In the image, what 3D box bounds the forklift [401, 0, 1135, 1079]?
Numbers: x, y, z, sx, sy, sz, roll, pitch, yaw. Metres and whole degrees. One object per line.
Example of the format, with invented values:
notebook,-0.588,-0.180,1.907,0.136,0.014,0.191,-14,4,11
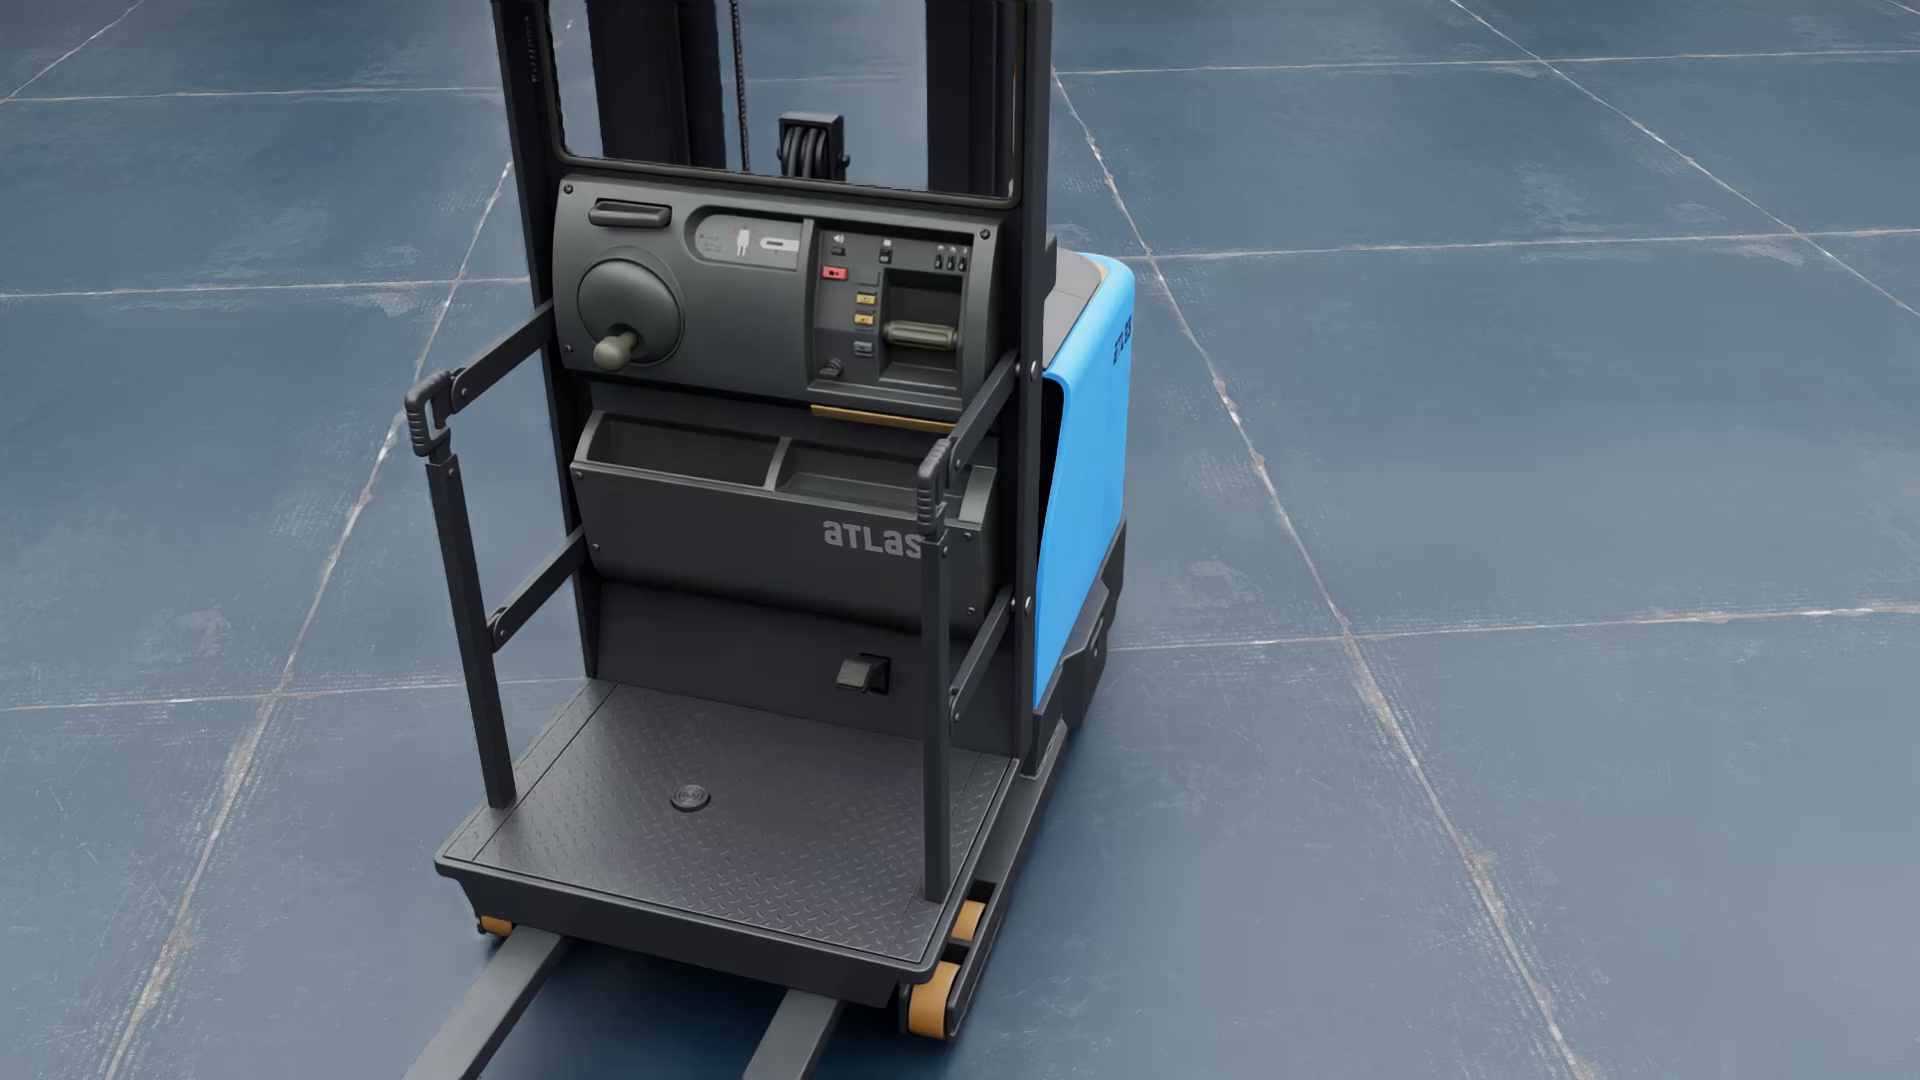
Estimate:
forklift,-0.441,-0.440,3.128,1.130,2.935,3.031,9,32,15
